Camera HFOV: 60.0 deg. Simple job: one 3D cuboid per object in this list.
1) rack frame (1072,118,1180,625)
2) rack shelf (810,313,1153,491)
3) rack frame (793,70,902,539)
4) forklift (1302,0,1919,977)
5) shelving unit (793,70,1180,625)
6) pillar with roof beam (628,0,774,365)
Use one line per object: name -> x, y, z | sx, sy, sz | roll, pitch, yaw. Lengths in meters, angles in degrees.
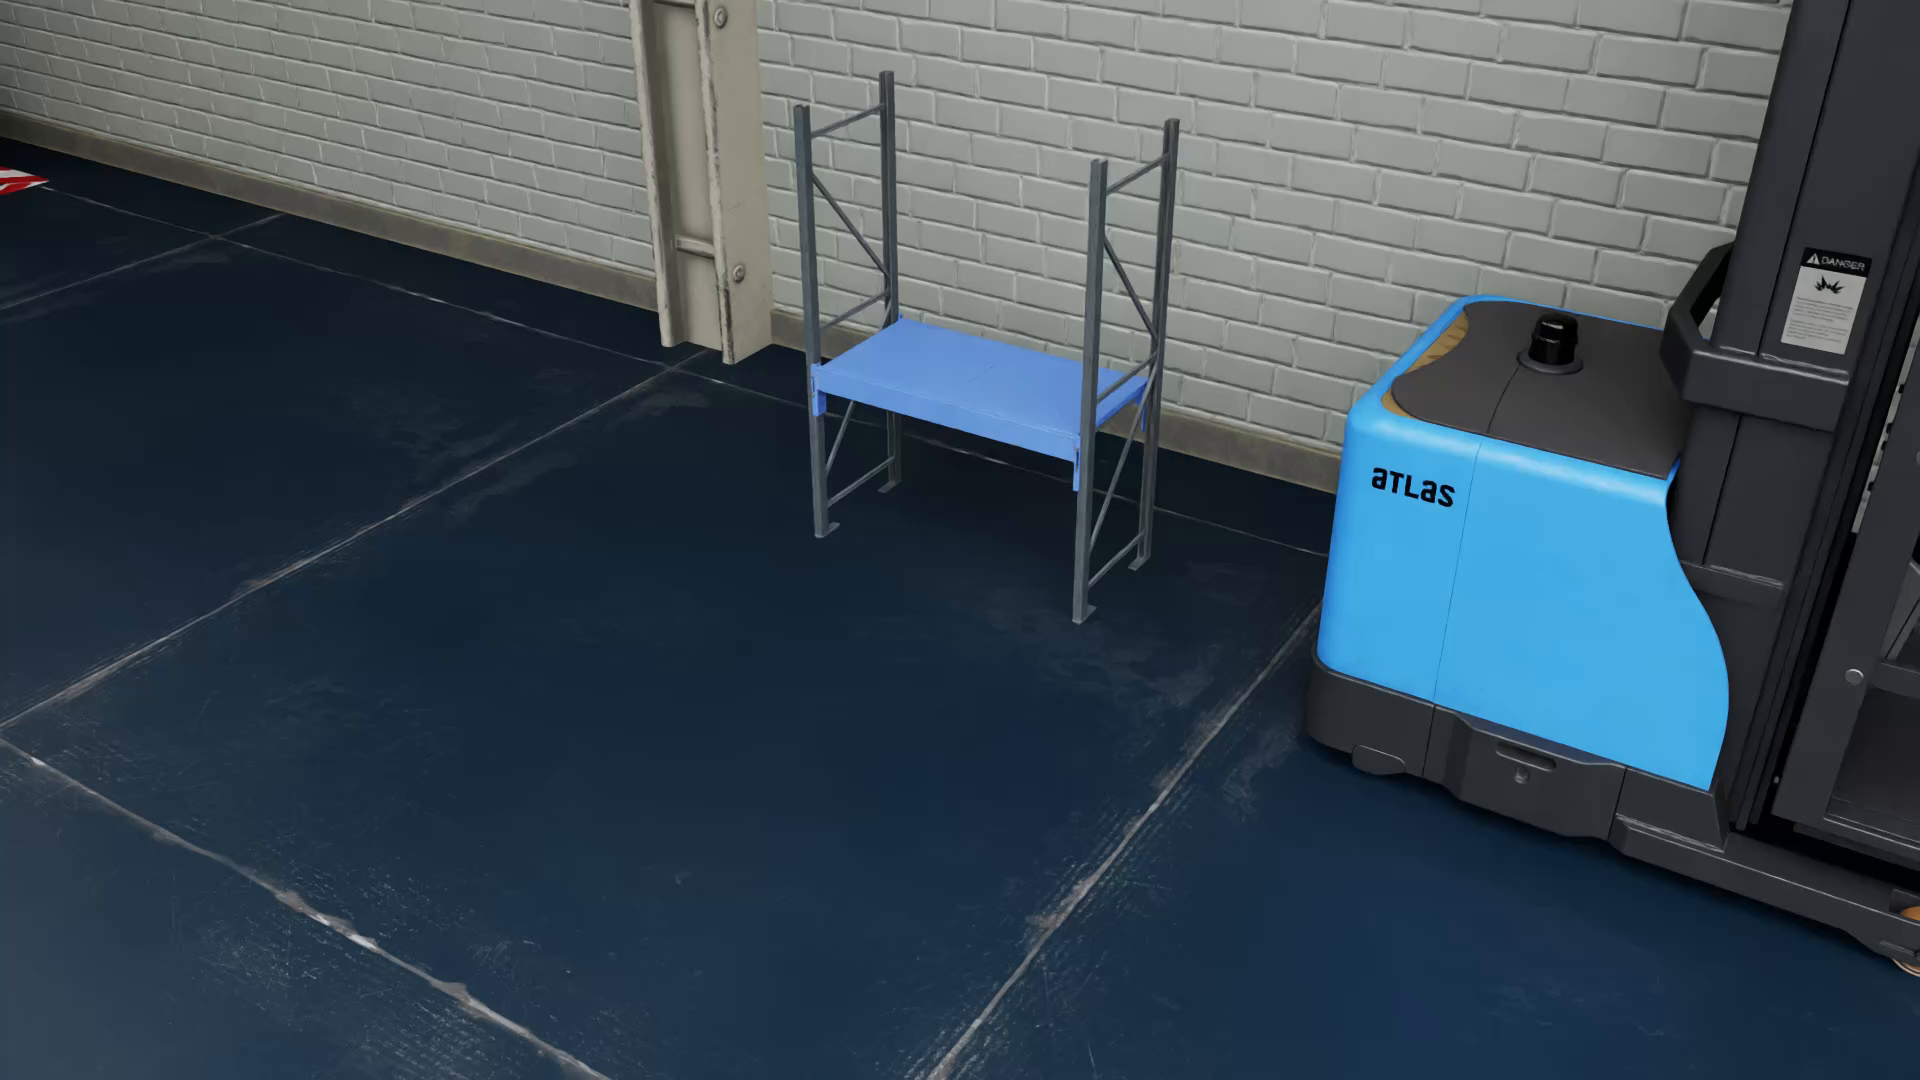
rack frame -> 0.503, -0.489, 5.099 | 0.032, 1.500, 0.500 | 18, 35, 27
rack shelf -> 0.072, -0.470, 5.424 | 1.000, 0.185, 0.538 | 18, 35, 27
rack frame -> -0.358, -0.761, 5.566 | 0.032, 1.500, 0.500 | 18, 35, 27
forklift -> 2.491, -0.478, 3.661 | 3.031, 2.935, 1.130 | 18, 35, 27
shelving unit -> 0.072, -0.625, 5.333 | 1.048, 1.500, 0.538 | 18, 35, 27
pillar with roof beam -> -3.335, -2.907, 1.803 | 0.400, 9.000, 9.100 | 18, 35, 27
